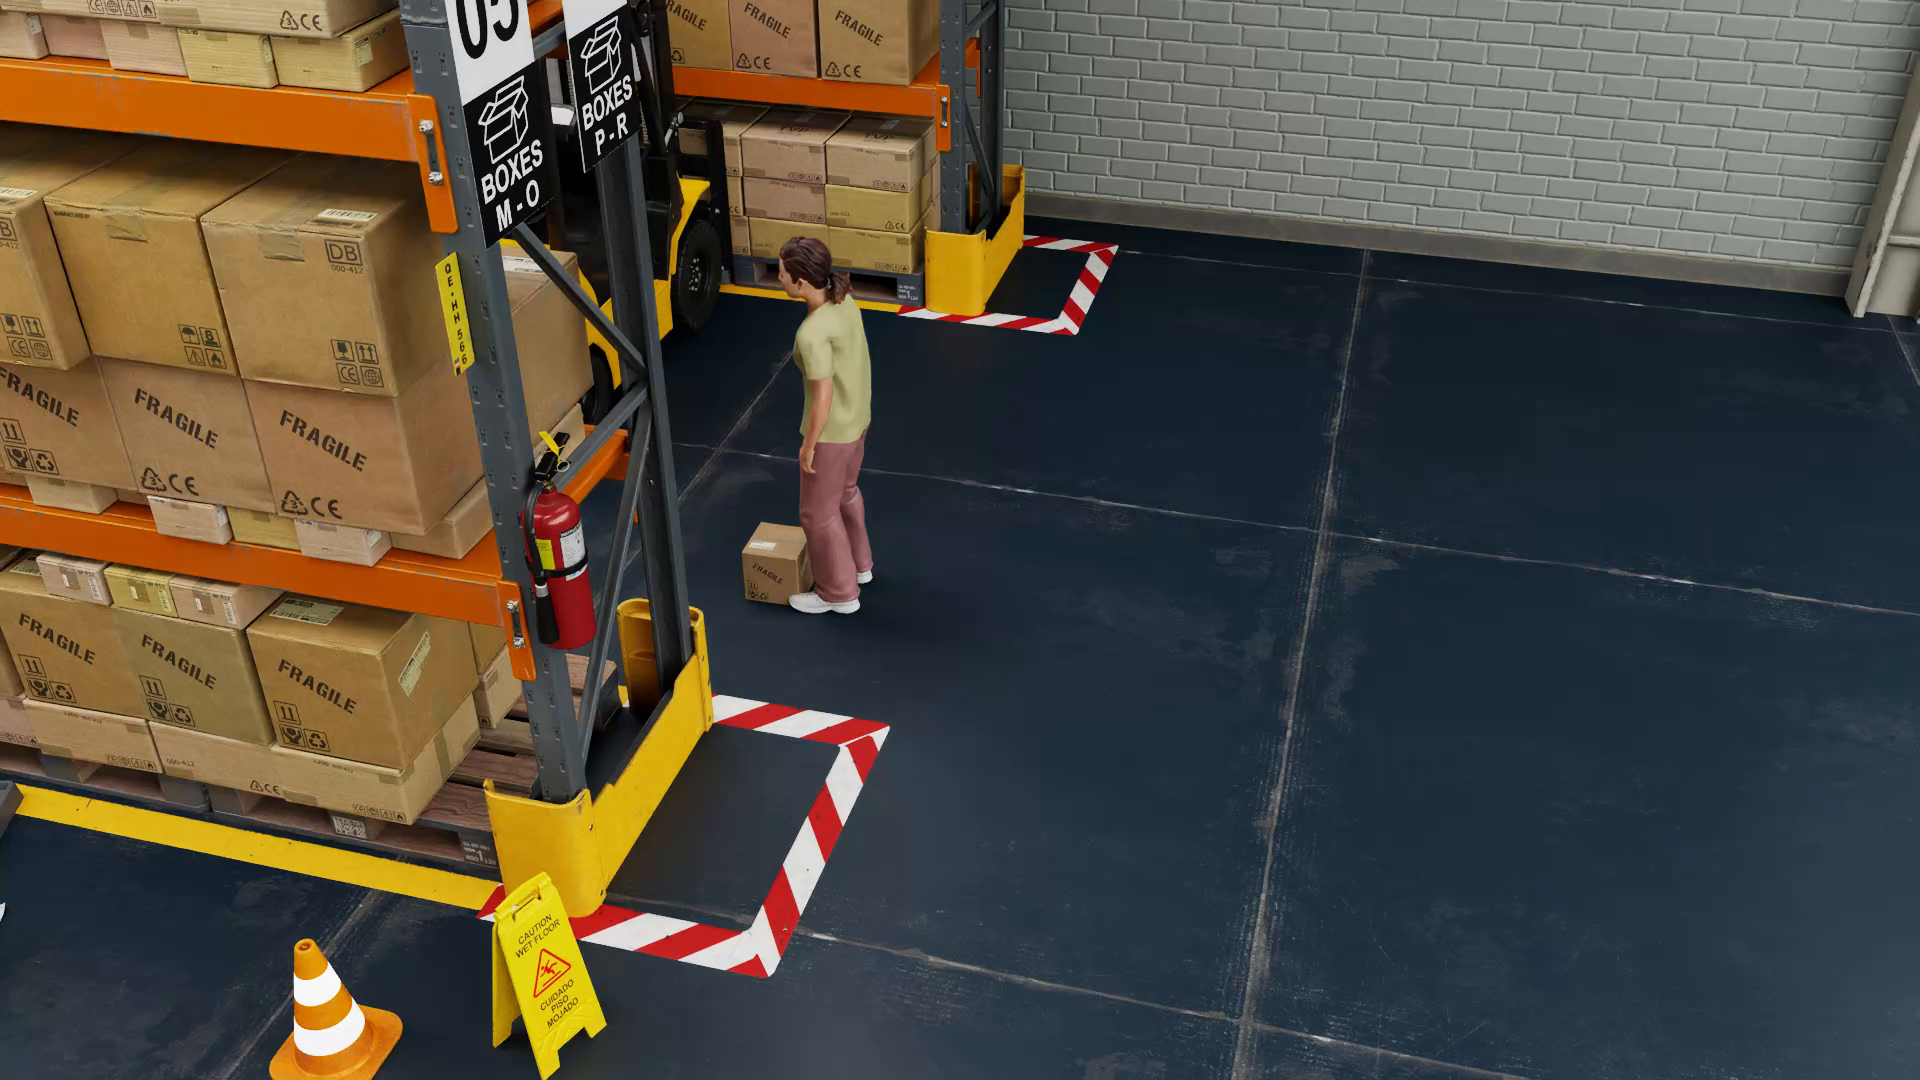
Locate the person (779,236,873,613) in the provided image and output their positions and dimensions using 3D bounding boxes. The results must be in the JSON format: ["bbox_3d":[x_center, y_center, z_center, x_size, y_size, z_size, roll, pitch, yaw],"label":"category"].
[{"bbox_3d":[-0.548,-0.463,6.853,0.356,1.673,0.499,8,34,13],"label":"person"}]
